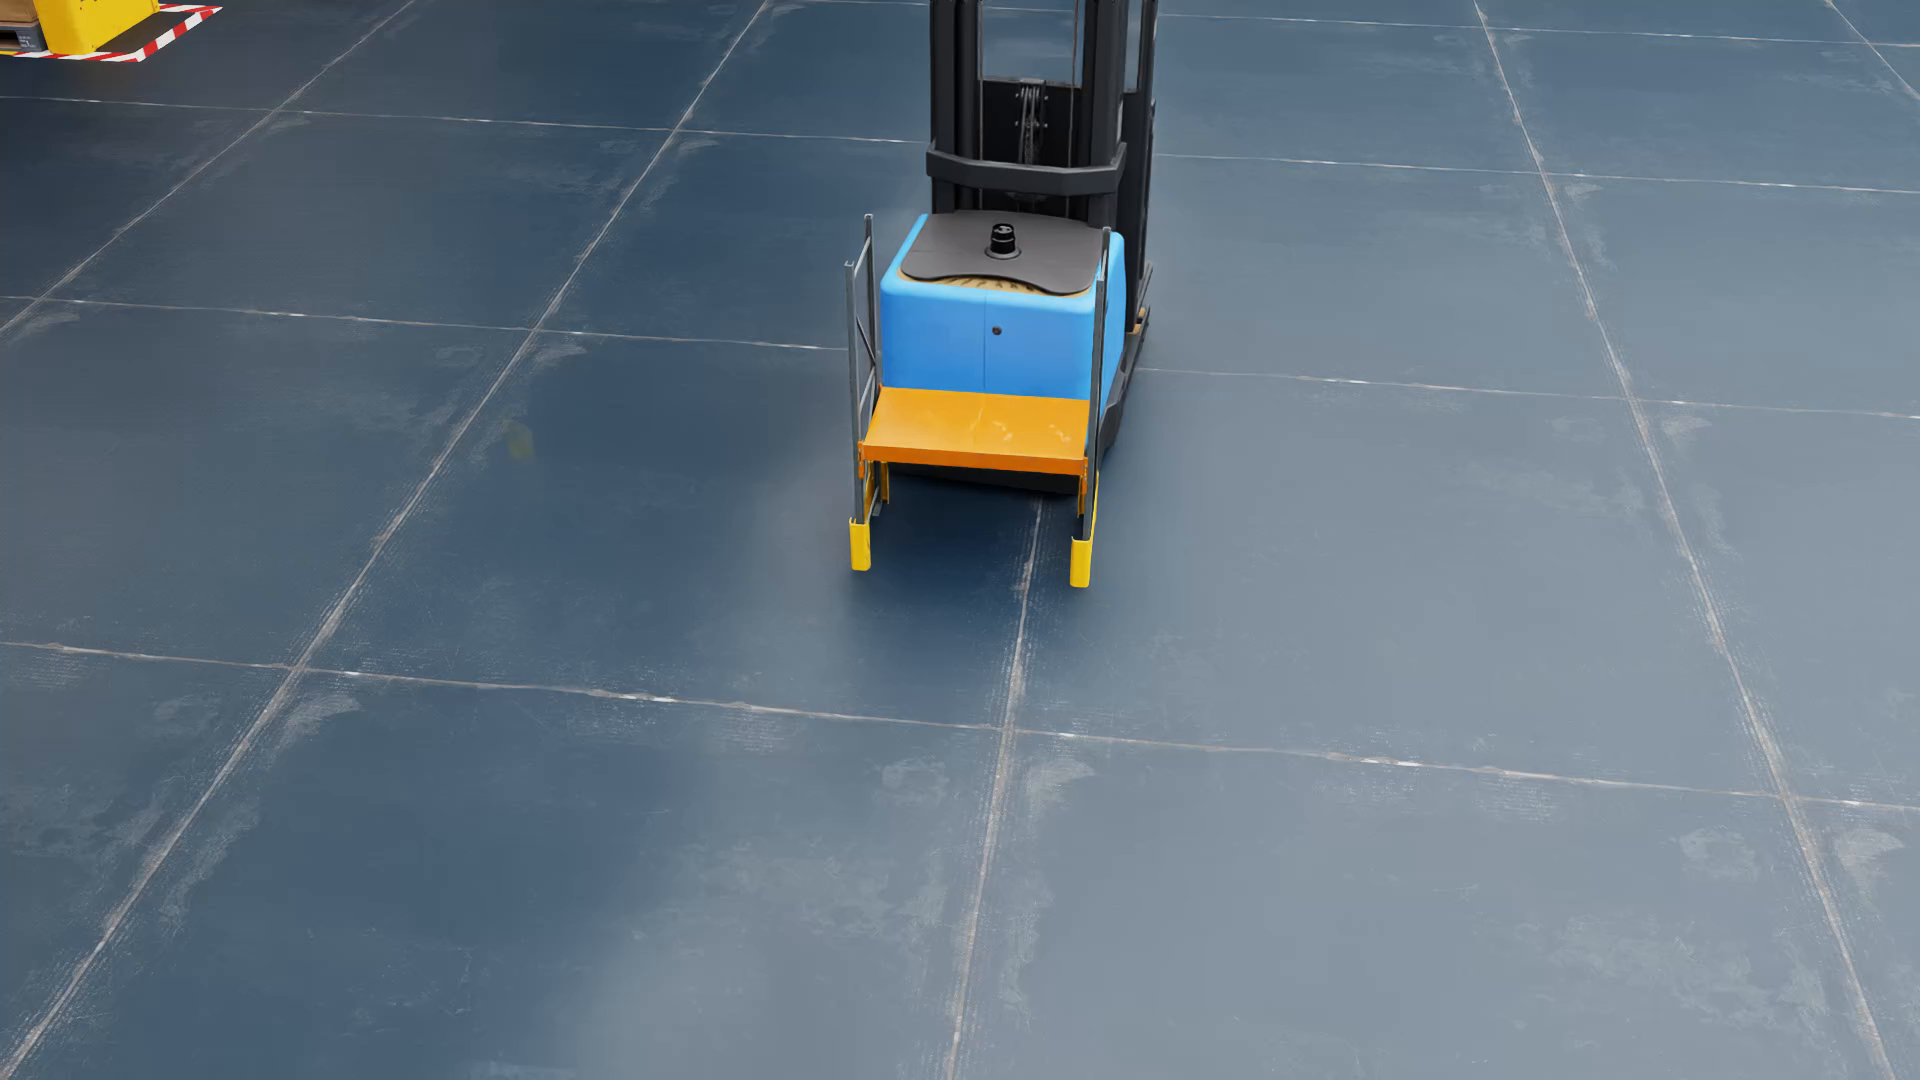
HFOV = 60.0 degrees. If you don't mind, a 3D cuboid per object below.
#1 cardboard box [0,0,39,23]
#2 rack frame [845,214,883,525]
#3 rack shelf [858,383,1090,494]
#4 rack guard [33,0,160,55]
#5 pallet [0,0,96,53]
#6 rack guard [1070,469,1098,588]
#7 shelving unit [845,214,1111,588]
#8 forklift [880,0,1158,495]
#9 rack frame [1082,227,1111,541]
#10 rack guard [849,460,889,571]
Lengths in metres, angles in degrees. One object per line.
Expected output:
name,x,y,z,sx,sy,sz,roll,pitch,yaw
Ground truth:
cardboard box,-7.677,-4.705,13.228,0.875,0.875,0.875,4,36,6
rack frame,-0.420,-0.642,7.358,0.032,1.500,0.500,4,36,6
rack shelf,0.085,-0.458,7.410,1.000,0.185,0.538,4,36,6
rack guard,-6.972,-4.368,13.440,0.348,0.500,1.175,4,36,6
pallet,-7.799,-4.266,13.546,1.213,0.211,1.003,4,36,6
rack guard,0.570,-0.059,7.618,0.087,0.250,0.587,4,36,6
shelving unit,0.076,-0.605,7.306,1.083,1.500,0.587,4,36,6
forklift,0.450,-2.264,8.399,1.130,2.935,3.031,8,36,11
rack frame,0.589,-0.567,7.253,0.032,1.500,0.500,4,36,6
rack guard,-0.418,-0.133,7.721,0.087,0.250,0.587,4,36,6
